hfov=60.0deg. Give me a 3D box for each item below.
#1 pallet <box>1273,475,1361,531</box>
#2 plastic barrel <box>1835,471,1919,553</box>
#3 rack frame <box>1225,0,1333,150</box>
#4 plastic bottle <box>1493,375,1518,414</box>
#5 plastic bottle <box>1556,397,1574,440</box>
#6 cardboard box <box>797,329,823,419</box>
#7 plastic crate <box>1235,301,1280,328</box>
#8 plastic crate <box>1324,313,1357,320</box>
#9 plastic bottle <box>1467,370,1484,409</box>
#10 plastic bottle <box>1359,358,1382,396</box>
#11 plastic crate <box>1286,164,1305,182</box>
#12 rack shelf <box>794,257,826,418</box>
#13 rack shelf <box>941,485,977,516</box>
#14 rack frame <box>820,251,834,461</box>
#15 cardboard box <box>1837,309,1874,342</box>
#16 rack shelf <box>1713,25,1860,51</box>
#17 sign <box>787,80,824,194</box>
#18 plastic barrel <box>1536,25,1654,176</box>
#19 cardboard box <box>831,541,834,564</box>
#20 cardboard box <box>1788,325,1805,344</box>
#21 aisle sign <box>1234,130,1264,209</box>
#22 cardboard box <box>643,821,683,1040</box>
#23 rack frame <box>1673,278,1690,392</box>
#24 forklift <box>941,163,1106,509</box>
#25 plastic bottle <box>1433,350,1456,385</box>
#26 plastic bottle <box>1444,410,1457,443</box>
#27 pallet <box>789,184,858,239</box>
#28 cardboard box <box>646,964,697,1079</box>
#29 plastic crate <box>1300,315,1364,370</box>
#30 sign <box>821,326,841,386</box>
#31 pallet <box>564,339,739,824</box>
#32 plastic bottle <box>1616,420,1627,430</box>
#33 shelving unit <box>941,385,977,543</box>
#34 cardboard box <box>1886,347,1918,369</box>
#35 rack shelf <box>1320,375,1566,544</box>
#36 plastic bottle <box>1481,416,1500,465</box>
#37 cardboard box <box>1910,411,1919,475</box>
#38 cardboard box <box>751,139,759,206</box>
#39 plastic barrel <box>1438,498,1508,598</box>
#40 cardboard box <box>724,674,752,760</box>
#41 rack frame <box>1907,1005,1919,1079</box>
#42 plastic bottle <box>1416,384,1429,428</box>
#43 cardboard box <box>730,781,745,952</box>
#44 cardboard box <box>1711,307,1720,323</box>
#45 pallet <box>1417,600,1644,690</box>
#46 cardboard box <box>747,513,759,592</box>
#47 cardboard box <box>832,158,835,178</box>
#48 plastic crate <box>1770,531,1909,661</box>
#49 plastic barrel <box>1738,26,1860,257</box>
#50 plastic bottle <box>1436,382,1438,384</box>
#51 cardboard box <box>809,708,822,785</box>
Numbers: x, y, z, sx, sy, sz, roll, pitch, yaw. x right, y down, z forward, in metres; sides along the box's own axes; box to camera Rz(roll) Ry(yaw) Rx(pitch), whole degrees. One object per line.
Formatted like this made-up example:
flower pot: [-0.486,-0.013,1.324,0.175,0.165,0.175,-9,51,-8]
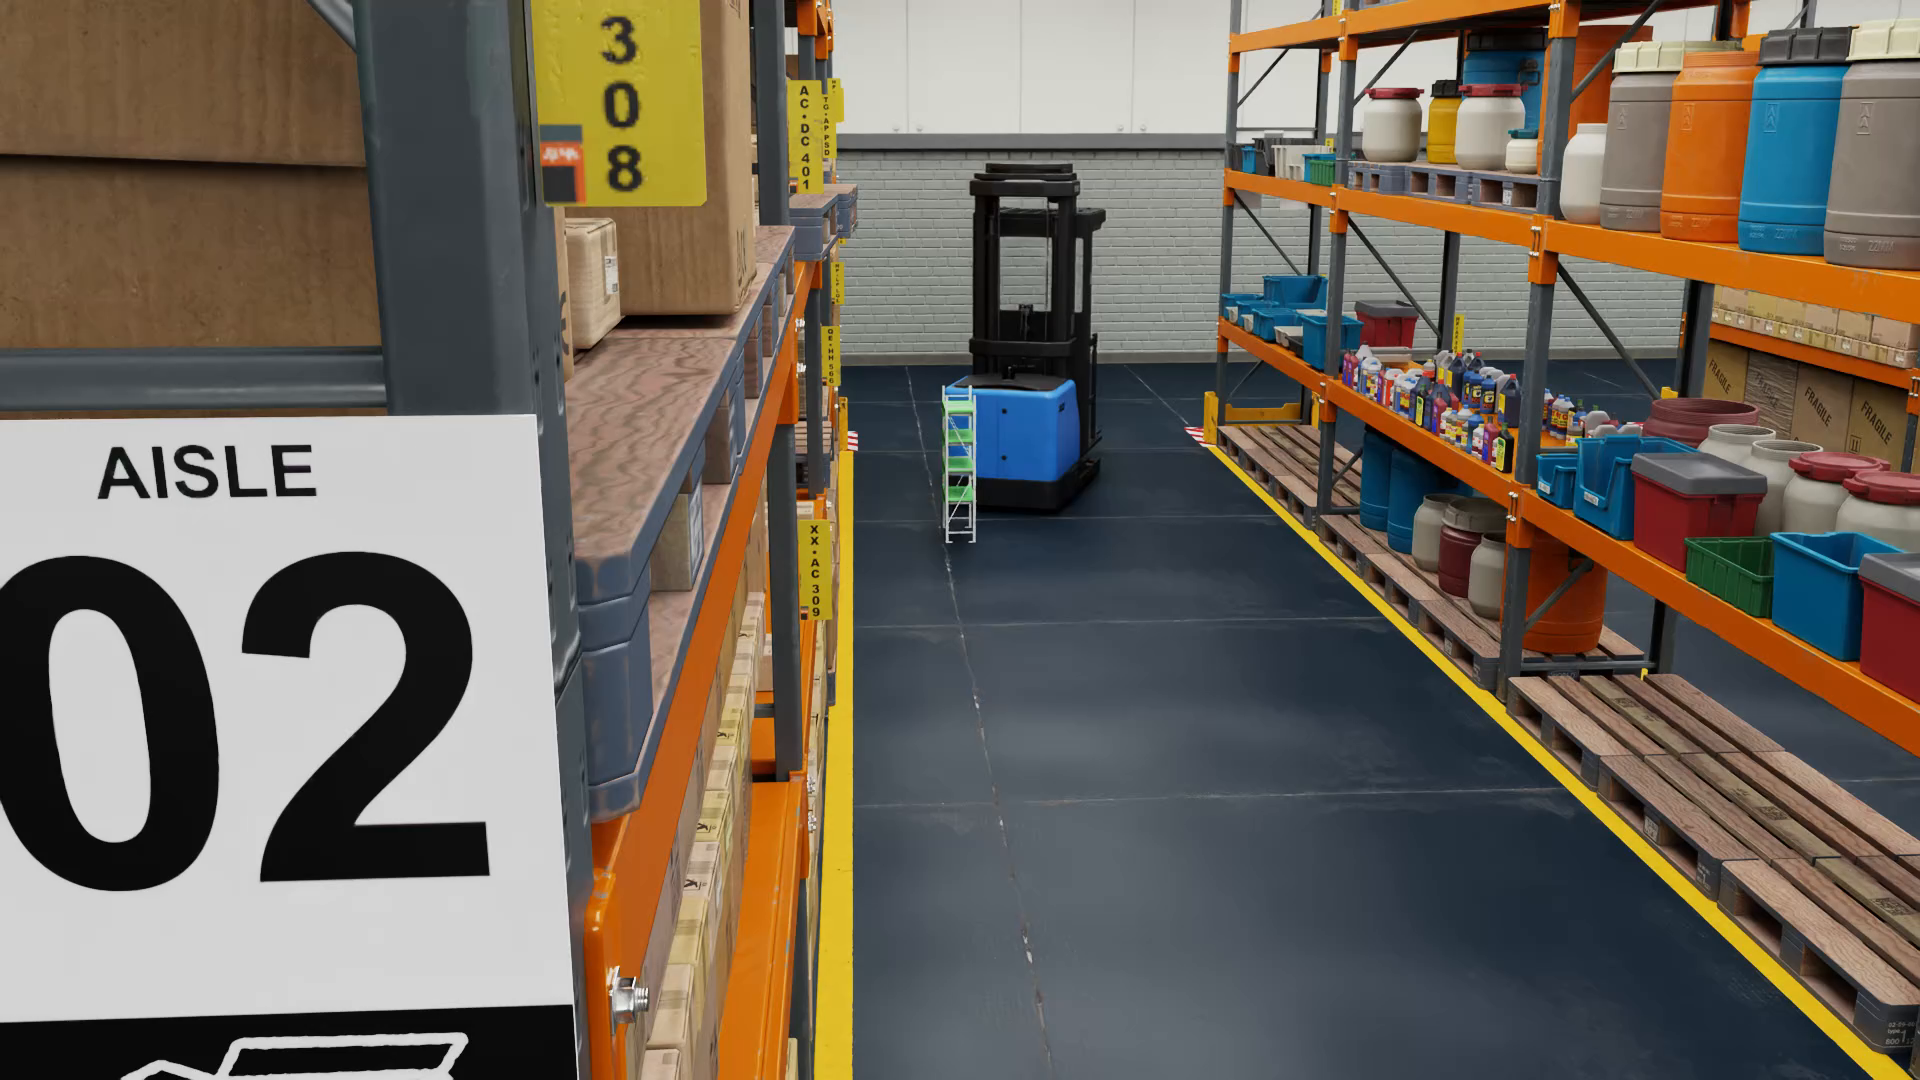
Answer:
pallet: [3.354,-0.335,14.406,1.003,0.211,1.213,-1,14,-3]
plastic barrel: [4.048,-0.004,7.248,0.433,0.535,0.433,0,14,0]
rack frame: [3.191,-5.404,16.469,1.000,3.000,0.127,-1,14,-3]
plastic bottle: [3.862,-1.043,11.809,0.152,0.276,0.135,-1,14,-3]
plastic bottle: [3.951,-0.794,10.851,0.097,0.271,0.097,0,14,0]
cardboard box: [-1.275,-1.070,10.623,0.700,0.500,0.500,2,15,7]
plastic crate: [2.918,-2.216,16.335,0.416,0.233,0.300,-1,14,-3]
plastic crate: [3.528,-1.858,14.845,0.437,0.282,0.530,-1,14,-3]
plastic bottle: [3.724,-1.092,12.009,0.097,0.271,0.097,0,14,0]
plastic bottle: [3.110,-1.231,12.542,0.152,0.276,0.135,-1,14,-3]
plastic crate: [2.980,-3.139,14.216,0.293,0.136,0.466,-1,14,-3]
rack shelf: [-1.134,-1.040,6.973,1.077,0.370,4.000,-1,14,-3]
rack shelf: [-0.010,-0.328,13.613,0.258,0.148,0.480,-1,14,-3]
rack frame: [-1.506,-1.428,13.057,1.000,3.000,0.127,-1,14,-3]
cardboard box: [8.058,-1.886,14.540,0.500,0.250,0.500,0,14,-2]
rack shelf: [8.258,-4.441,14.973,1.077,0.370,4.000,-1,14,-3]
sign: [-0.456,-1.189,4.911,0.100,0.325,0.005,-1,14,-3]
plastic barrel: [3.654,-2.514,9.553,0.600,0.830,0.708,-1,14,-3]
cardboard box: [-1.039,0.317,10.410,0.500,0.500,0.500,-1,14,-5]
cardboard box: [7.941,-1.912,15.442,0.380,0.149,0.250,-1,14,-3]
aisle sign: [2.890,-3.771,16.945,0.394,0.787,0.004,-1,14,-3]
cardboard box: [-0.852,0.494,2.782,0.700,0.500,0.500,-1,14,-3]
rack frame: [8.134,-2.575,17.514,1.000,3.000,0.127,-1,14,-3]
forklift: [0.719,-2.007,15.445,1.130,2.935,3.031,4,15,15]
plastic bottle: [3.786,-1.350,13.004,0.152,0.276,0.135,-1,14,-3]
plastic bottle: [3.196,-0.738,10.774,0.097,0.201,0.097,0,14,0]
pallet: [-1.126,-1.627,8.189,1.213,0.211,1.003,0,14,-1]
cardboard box: [-0.637,0.836,2.754,0.380,0.149,0.250,-1,14,-5]
plastic crate: [3.069,-1.636,13.776,0.392,0.384,0.575,-1,14,-3]
sign: [-0.704,-1.003,9.083,0.100,0.325,0.005,-1,14,-3]
pallet: [-0.780,-0.030,1.780,1.003,0.211,1.213,-1,14,-3]
plastic bottle: [4.002,-0.588,10.051,0.097,0.271,0.097,0,14,0]
shelving unit: [-0.010,-0.622,13.537,0.258,1.200,0.503,-1,14,-3]
cardboard box: [8.036,-1.529,13.954,0.380,0.149,0.250,-1,14,-3]
rack shelf: [3.562,-0.658,11.507,1.077,0.370,4.000,-1,14,-3]
plastic bottle: [3.221,-0.604,10.087,0.061,0.283,0.133,-1,14,-3]
cardboard box: [8.442,-0.596,13.242,1.225,0.875,0.875,-1,14,-3]
cardboard box: [-1.067,-1.498,6.768,0.500,0.250,0.500,-2,15,-8]
plastic barrel: [3.569,0.053,11.296,0.600,0.588,0.708,-1,14,-3]
cardboard box: [-0.730,0.455,4.235,0.380,0.149,0.250,-1,14,-4]
rack frame: [3.934,0.486,5.618,1.000,3.000,0.127,-1,14,-3]
plastic bottle: [3.145,-0.910,11.276,0.061,0.283,0.133,-1,14,-3]
cardboard box: [-0.937,0.754,4.374,0.700,0.500,0.500,-1,14,-4]
cardboard box: [7.844,-2.296,16.934,0.380,0.149,0.250,-1,14,-4]
pallet: [3.596,0.646,10.591,1.003,0.211,1.213,-1,14,-3]
cardboard box: [-1.074,0.191,6.564,0.500,0.500,0.500,0,14,1]
cardboard box: [-1.394,-3.431,15.121,0.500,0.250,0.500,-1,14,-3]
plastic crate: [3.555,0.224,6.667,0.392,0.384,0.575,-1,14,-3]
plastic barrel: [3.605,-1.658,6.924,0.600,0.901,0.708,-1,14,-3]
plastic bottle: [3.294,-0.957,11.484,0.097,0.271,0.097,0,14,0]
cardboard box: [-0.883,0.929,7.445,0.500,0.311,0.500,0,14,-2]
